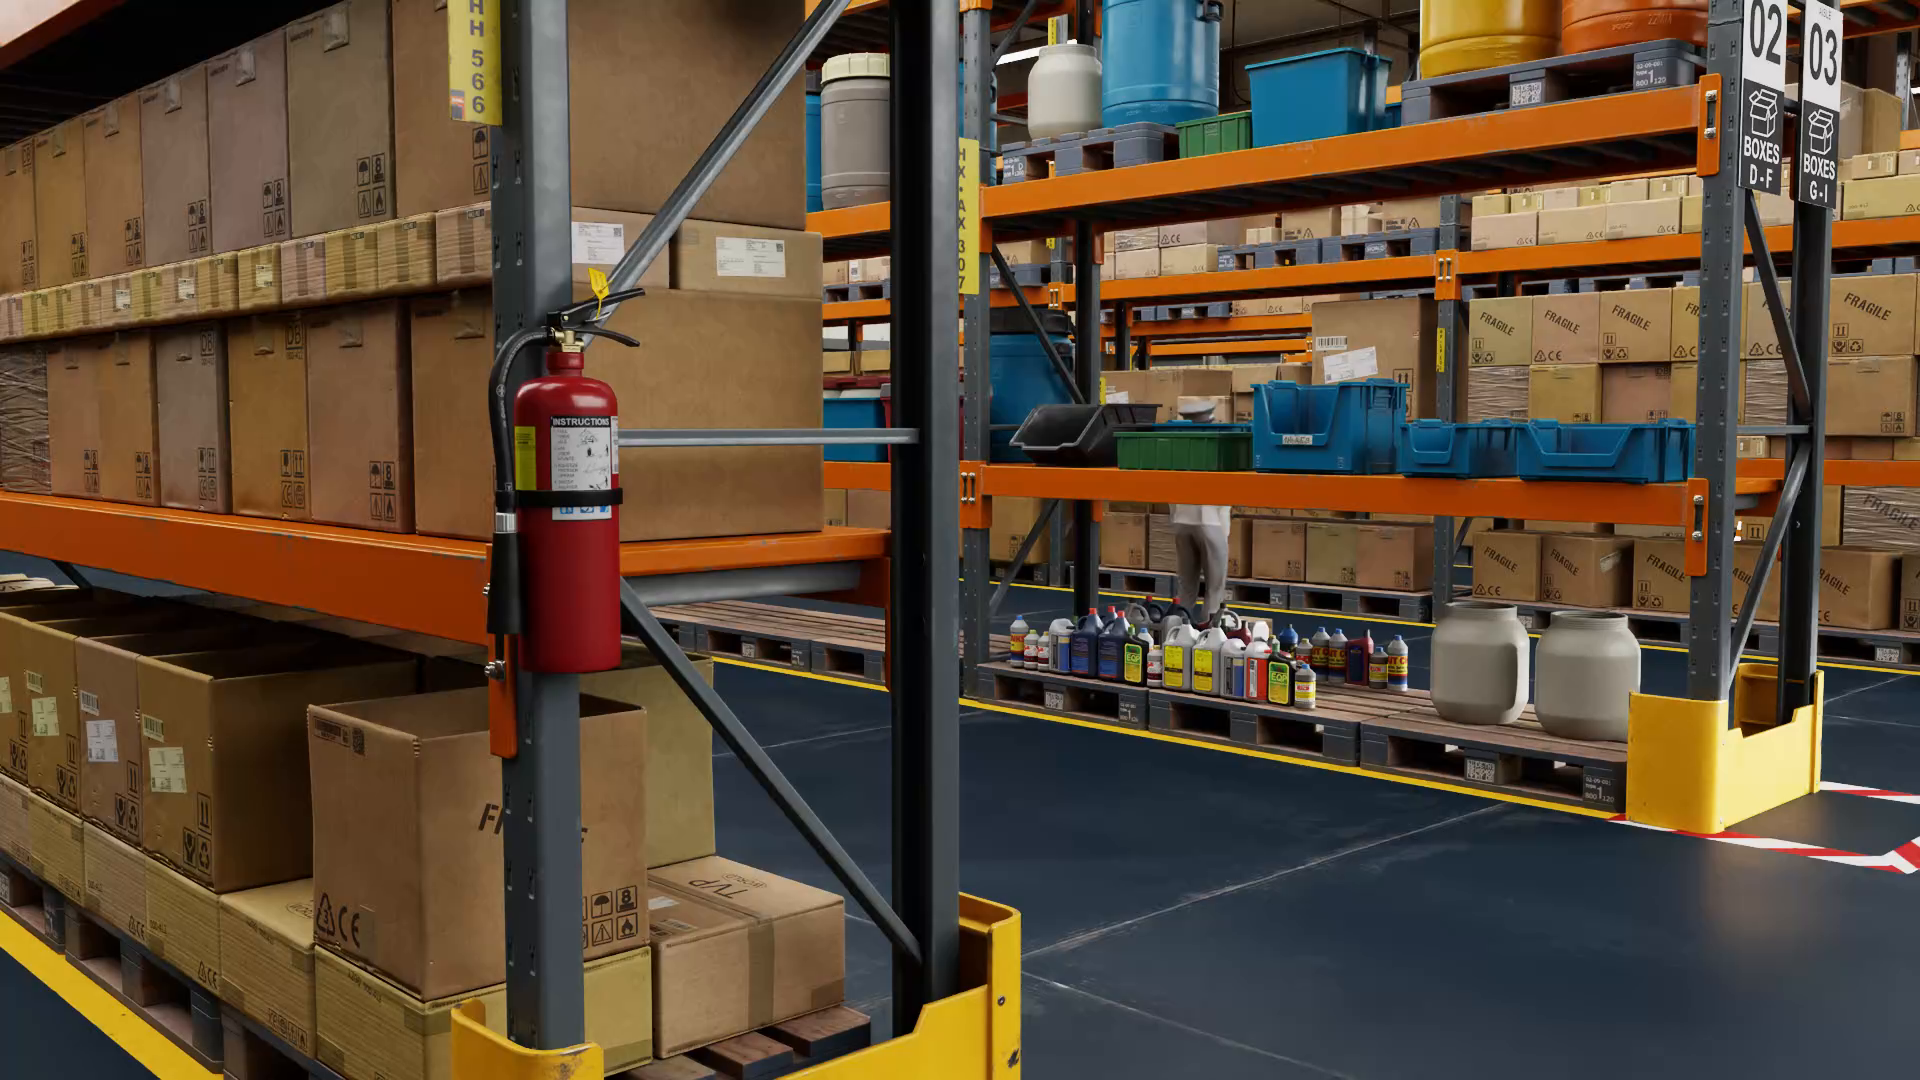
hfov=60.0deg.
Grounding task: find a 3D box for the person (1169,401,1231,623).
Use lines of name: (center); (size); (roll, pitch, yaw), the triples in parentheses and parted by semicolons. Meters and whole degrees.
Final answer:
person: (1.528, -0.041, 10.552); (0.337, 1.676, 0.466); (-4, 5, -42)
